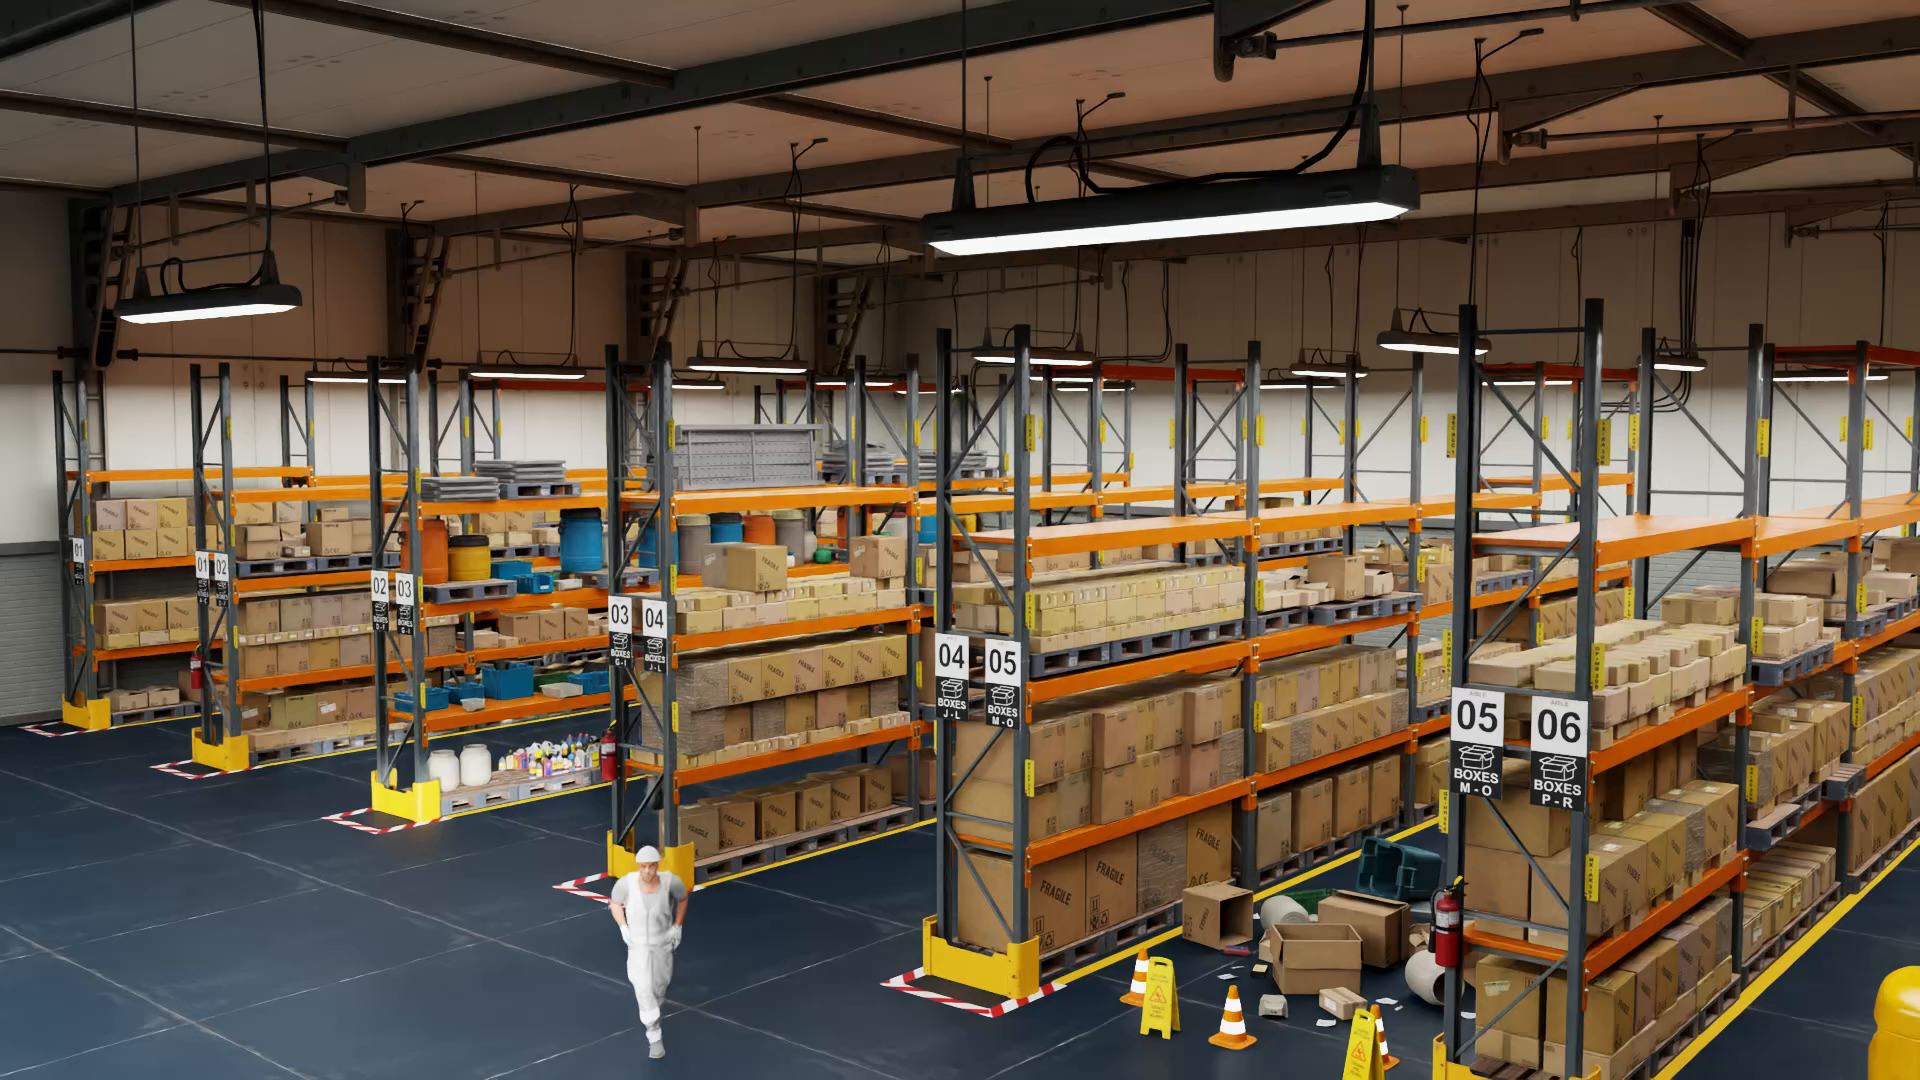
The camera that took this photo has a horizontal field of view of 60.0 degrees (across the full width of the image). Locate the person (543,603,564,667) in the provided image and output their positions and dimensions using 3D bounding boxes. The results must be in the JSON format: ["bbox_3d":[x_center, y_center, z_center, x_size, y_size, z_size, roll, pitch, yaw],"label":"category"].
[{"bbox_3d":[-7.593,2.022,31.380,0.688,1.754,0.802,3,5,38],"label":"person"}]

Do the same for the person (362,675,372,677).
[{"bbox_3d":[-10.325,2.320,28.738,0.694,1.551,0.861,2,5,24],"label":"person"}]

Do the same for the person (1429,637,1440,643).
[{"bbox_3d":[8.013,2.391,27.801,0.615,1.625,0.965,2,5,27],"label":"person"}]

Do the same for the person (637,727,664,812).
[{"bbox_3d":[-3.772,2.952,20.552,0.597,1.480,0.783,2,4,22],"label":"person"}]

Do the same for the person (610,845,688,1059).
[{"bbox_3d":[-2.569,3.318,13.801,0.632,1.732,0.897,0,4,-5],"label":"person"}]
